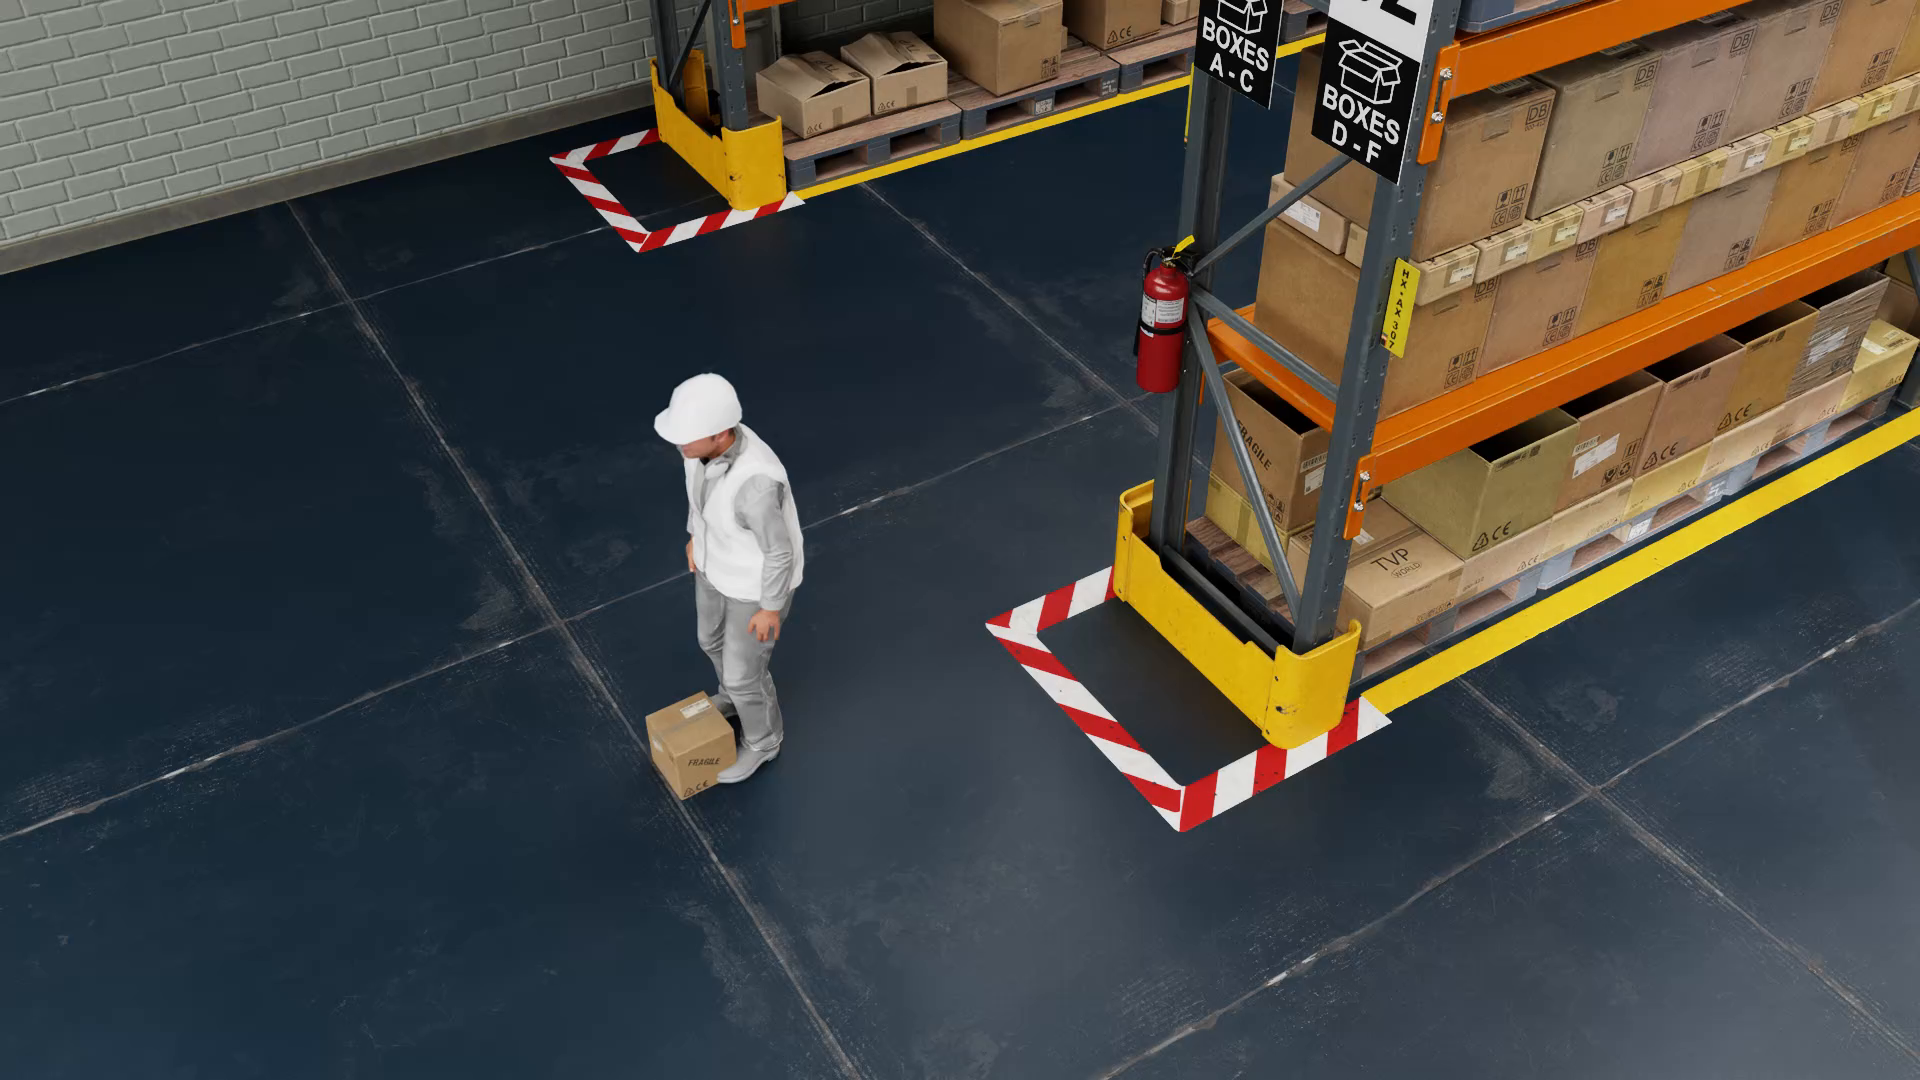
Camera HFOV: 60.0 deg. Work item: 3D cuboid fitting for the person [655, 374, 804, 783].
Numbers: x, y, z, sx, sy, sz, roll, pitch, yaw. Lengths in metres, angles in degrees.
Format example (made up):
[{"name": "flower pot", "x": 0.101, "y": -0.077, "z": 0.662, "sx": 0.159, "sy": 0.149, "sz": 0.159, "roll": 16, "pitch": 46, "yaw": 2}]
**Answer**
[{"name": "person", "x": -0.811, "y": 0.118, "z": 6.000, "sx": 0.476, "sy": 1.770, "sz": 0.583, "roll": -25, "pitch": 46, "yaw": -26}]
